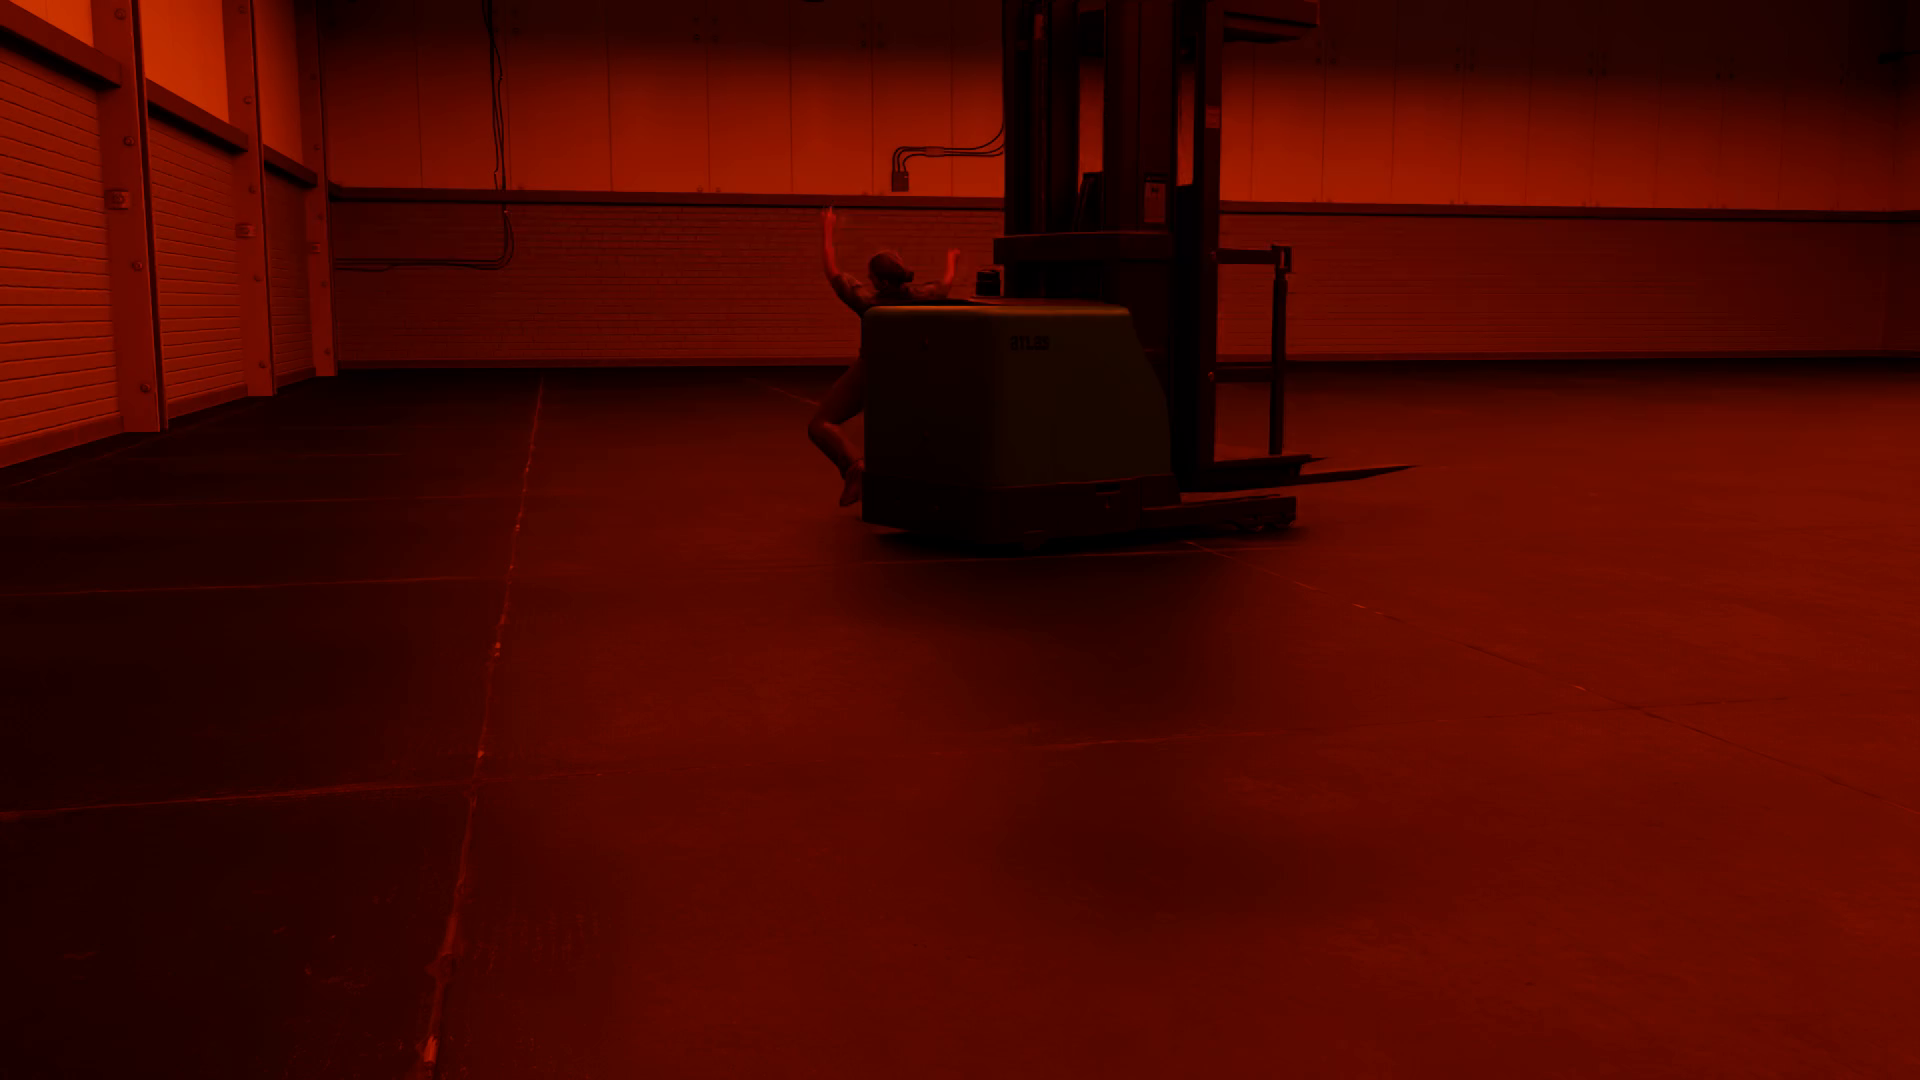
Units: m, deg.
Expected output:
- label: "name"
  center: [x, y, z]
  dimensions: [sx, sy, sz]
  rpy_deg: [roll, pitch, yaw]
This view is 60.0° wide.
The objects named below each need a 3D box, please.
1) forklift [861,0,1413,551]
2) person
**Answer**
- label: "forklift"
  center: [1.023, -1.541, 8.143]
  dimensions: [3.031, 2.935, 1.130]
  rpy_deg: [-6, 10, -36]
- label: "person"
  center: [-0.289, -0.982, 8.898]
  dimensions: [0.942, 1.587, 0.641]
  rpy_deg: [-4, 9, -29]
